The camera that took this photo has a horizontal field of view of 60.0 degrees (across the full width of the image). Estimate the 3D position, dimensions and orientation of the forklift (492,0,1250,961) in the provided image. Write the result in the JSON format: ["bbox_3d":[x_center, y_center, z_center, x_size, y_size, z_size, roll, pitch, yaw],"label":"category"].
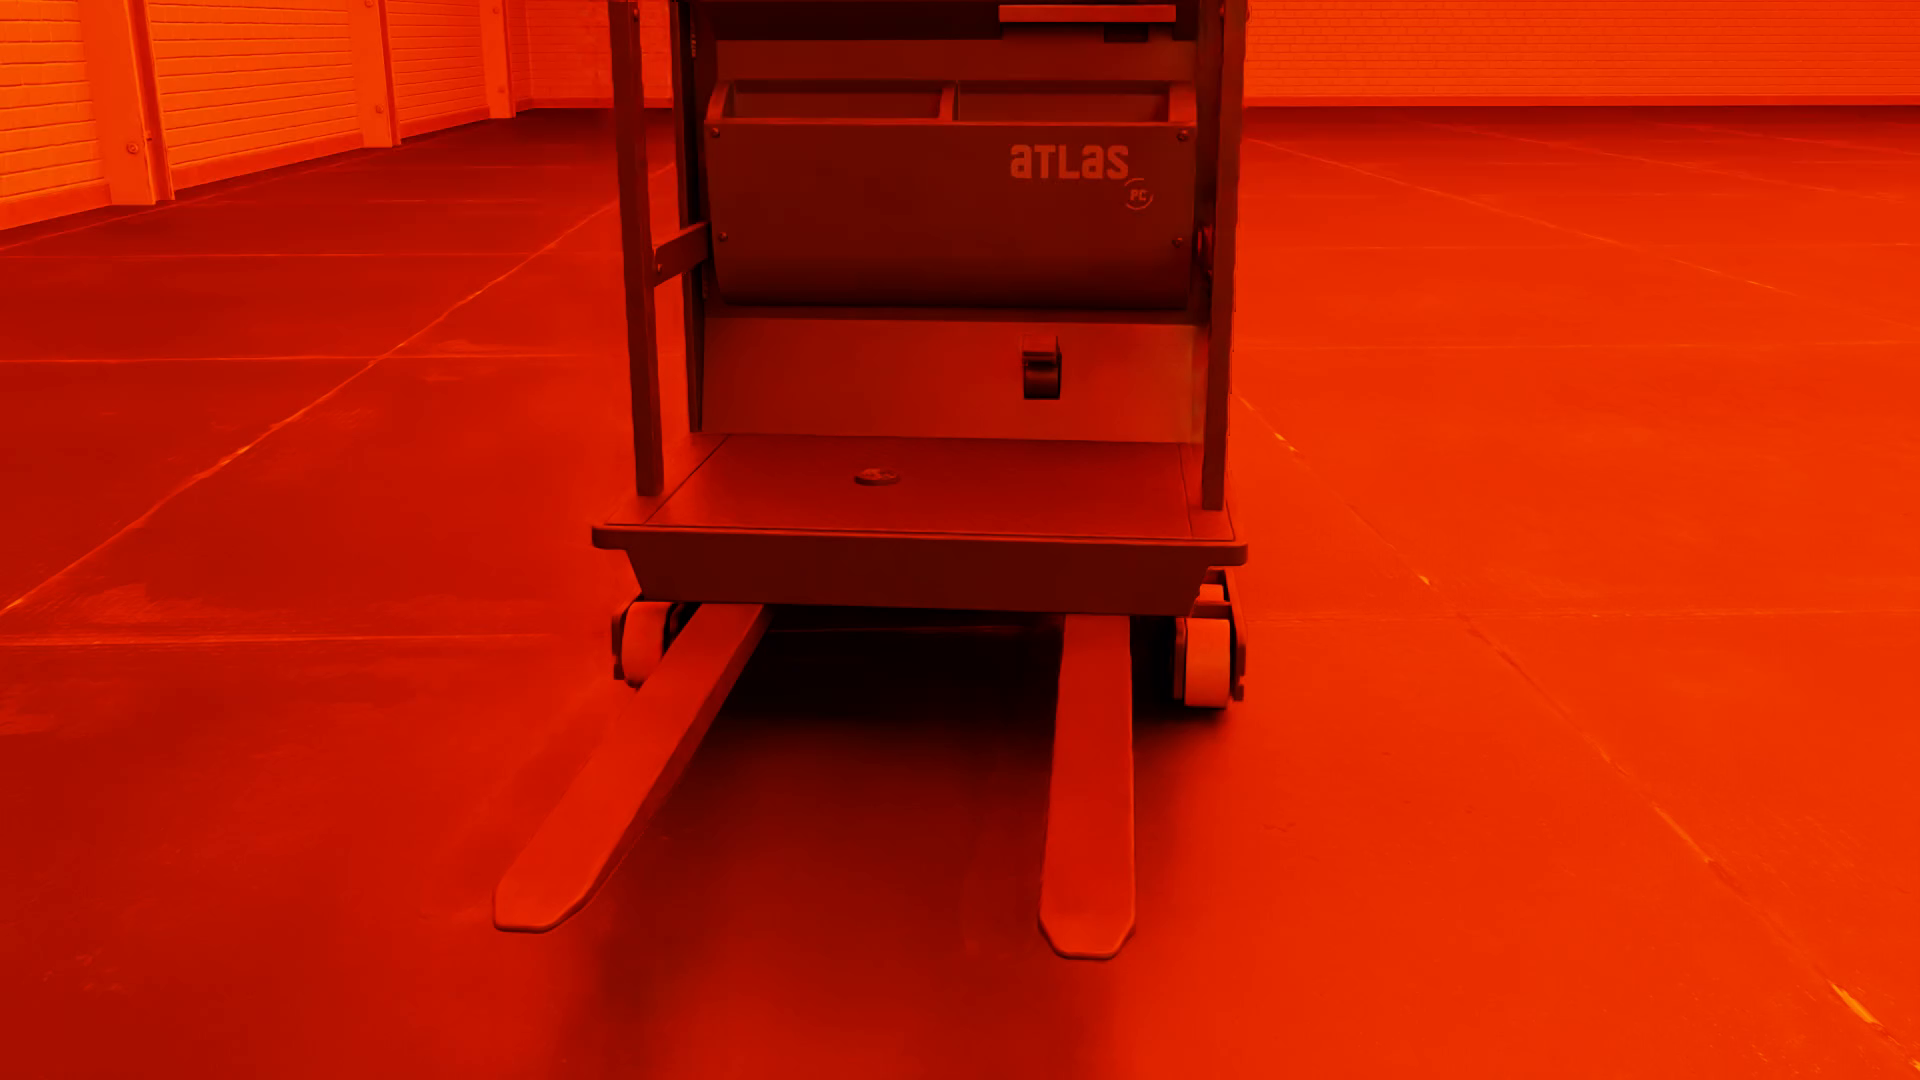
[{"bbox_3d":[-0.035,-1.204,2.843,1.130,2.935,3.031,2,17,5],"label":"forklift"}]
